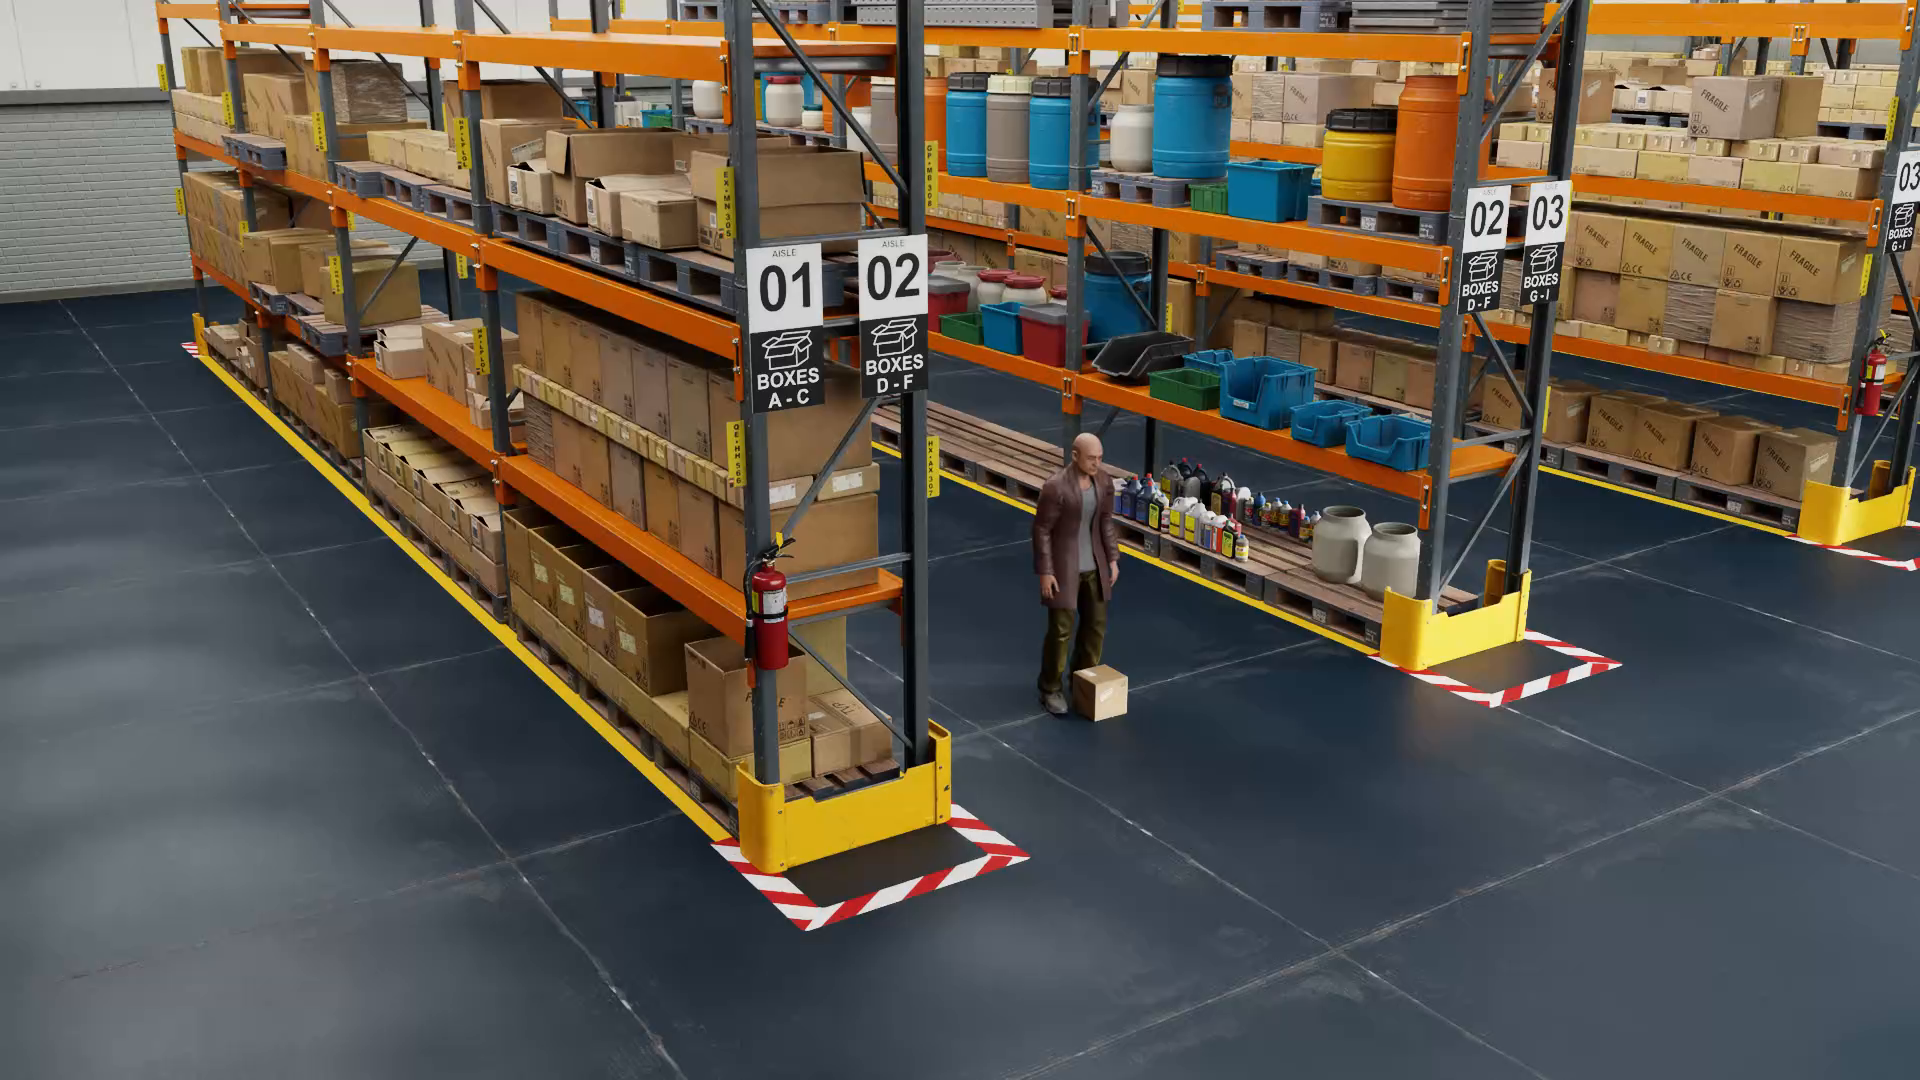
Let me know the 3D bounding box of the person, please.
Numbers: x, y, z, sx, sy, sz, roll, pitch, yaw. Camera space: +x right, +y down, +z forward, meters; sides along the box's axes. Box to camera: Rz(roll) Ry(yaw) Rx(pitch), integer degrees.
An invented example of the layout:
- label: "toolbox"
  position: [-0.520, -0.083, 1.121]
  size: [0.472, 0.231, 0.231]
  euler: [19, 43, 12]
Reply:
- label: "person"
  position: [0.741, 0.182, 10.512]
  size: [0.644, 1.774, 0.427]
  euler: [-11, 21, -31]
